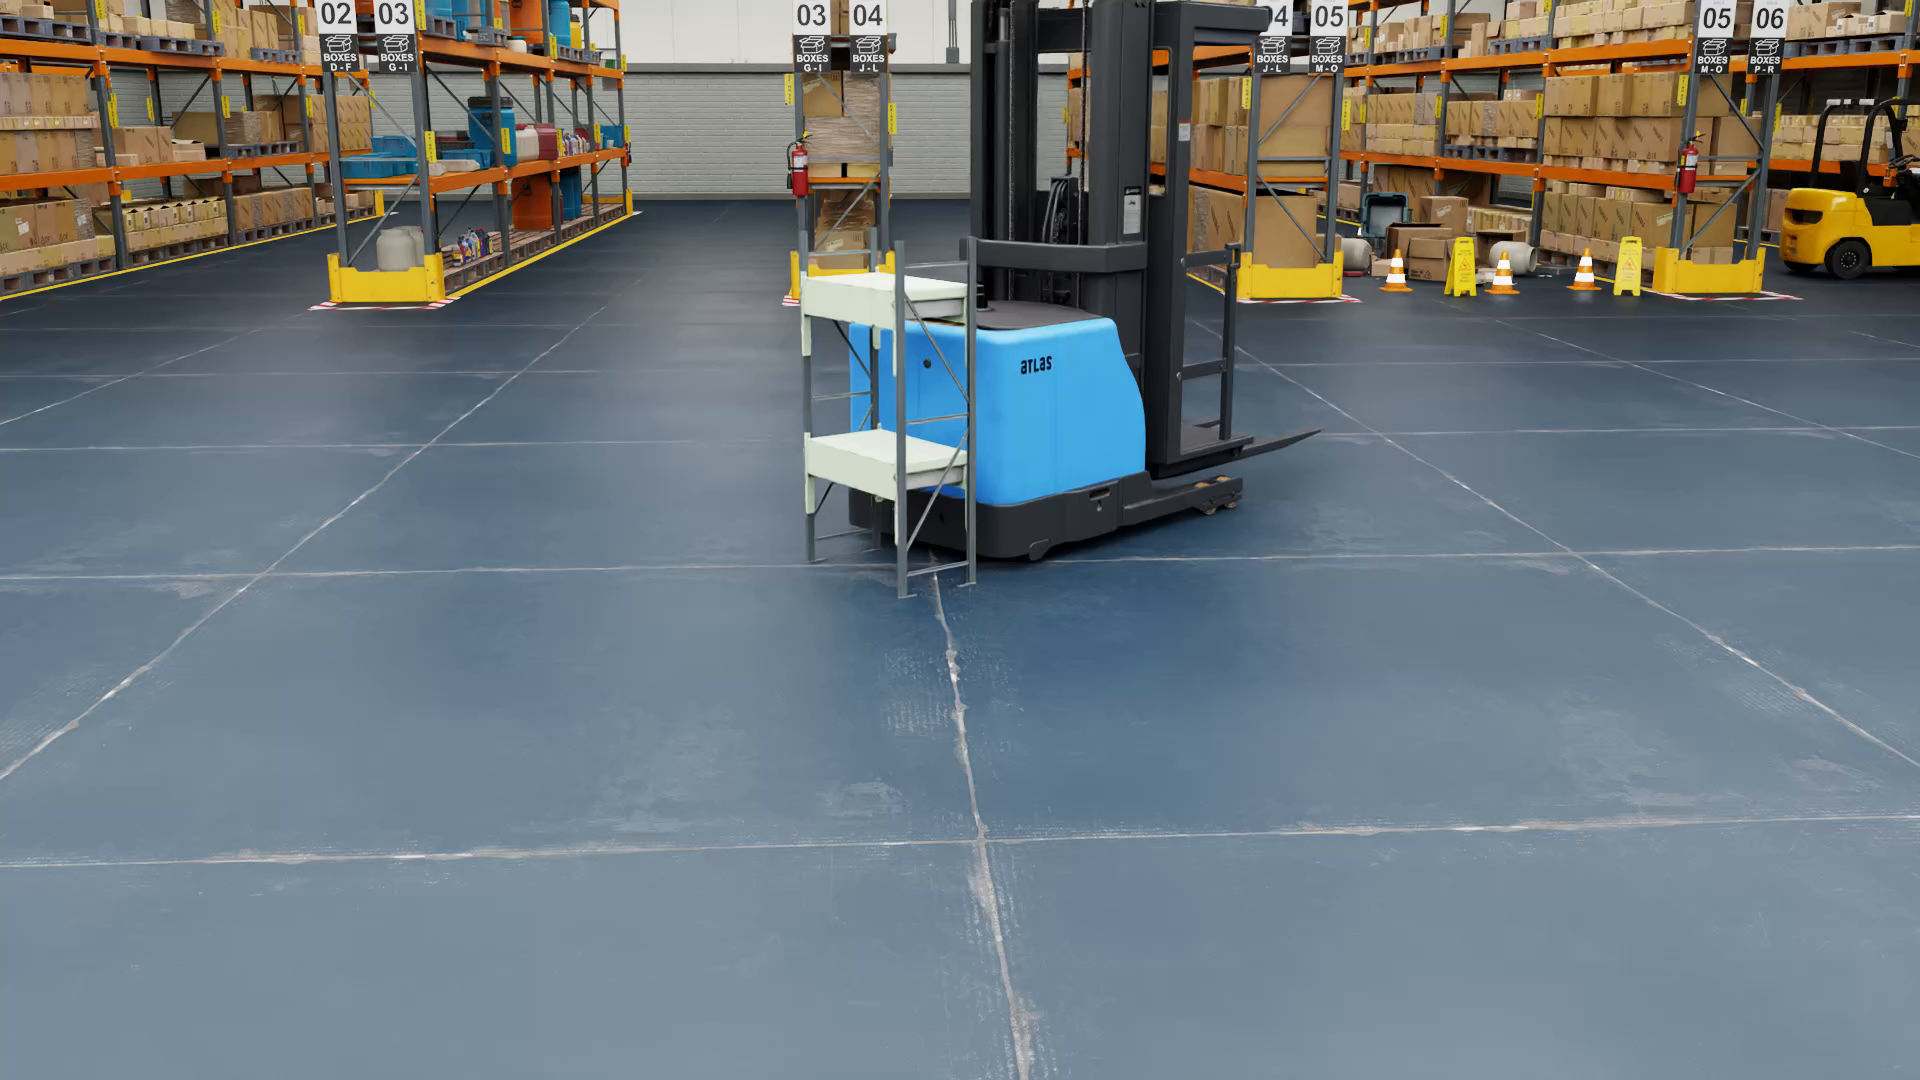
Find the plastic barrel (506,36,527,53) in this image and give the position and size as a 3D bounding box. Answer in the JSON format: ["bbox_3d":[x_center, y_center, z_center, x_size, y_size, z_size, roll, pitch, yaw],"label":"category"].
[{"bbox_3d":[-6.410,-7.135,23.997,0.301,0.262,0.301,0,14,0],"label":"plastic barrel"}]

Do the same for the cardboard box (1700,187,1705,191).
[{"bbox_3d":[12.792,-5.995,28.179,0.380,0.149,0.250,0,14,-2],"label":"cardboard box"}]

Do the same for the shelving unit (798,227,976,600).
[{"bbox_3d":[-0.318,-0.576,7.253,0.431,1.500,0.755,-11,18,-36],"label":"shelving unit"}]

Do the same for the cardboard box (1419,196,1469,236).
[{"bbox_3d":[6.586,-4.418,22.675,0.500,0.500,0.500,-1,14,-3],"label":"cardboard box"}]

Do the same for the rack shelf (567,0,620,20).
[{"bbox_3d":[-7.094,-9.918,30.760,1.077,0.370,4.000,-1,14,-3],"label":"rack shelf"}]

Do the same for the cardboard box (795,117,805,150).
[{"bbox_3d":[-1.440,-4.601,19.093,0.875,0.500,0.500,-1,14,-3],"label":"cardboard box"}]

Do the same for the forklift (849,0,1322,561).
[{"bbox_3d":[0.828,-1.624,8.455,1.130,2.935,3.031,13,19,41],"label":"forklift"}]

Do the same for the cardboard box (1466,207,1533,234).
[{"bbox_3d":[8.191,-4.899,25.476,0.950,0.372,0.625,-1,14,-5],"label":"cardboard box"}]

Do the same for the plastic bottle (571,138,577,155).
[{"bbox_3d":[-6.561,-6.654,28.118,0.152,0.276,0.135,-1,14,-3],"label":"plastic bottle"}]

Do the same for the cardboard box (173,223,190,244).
[{"bbox_3d":[-11.292,-4.350,23.590,0.500,0.250,0.500,-1,14,-2],"label":"cardboard box"}]

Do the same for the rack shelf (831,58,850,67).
[{"bbox_3d":[-1.655,-6.746,23.649,1.077,0.370,4.000,-1,14,-3],"label":"rack shelf"}]

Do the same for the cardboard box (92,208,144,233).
[{"bbox_3d":[-11.195,-4.242,22.044,0.500,0.311,0.500,-1,14,-3],"label":"cardboard box"}]

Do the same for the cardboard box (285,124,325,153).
[{"bbox_3d":[-11.673,-7.161,29.638,0.500,0.500,0.500,-1,14,-2],"label":"cardboard box"}]

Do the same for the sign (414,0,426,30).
[{"bbox_3d":[-5.677,-5.537,17.490,0.100,0.325,0.005,-1,14,-3],"label":"sign"}]

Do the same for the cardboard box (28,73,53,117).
[{"bbox_3d":[-11.321,-5.308,19.834,0.700,0.500,0.500,-1,14,-3],"label":"cardboard box"}]

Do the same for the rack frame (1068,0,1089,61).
[{"bbox_3d":[2.683,-11.085,33.051,1.000,3.000,0.127,-1,14,-3],"label":"rack frame"}]

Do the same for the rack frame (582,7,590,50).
[{"bbox_3d":[-6.970,-9.963,28.688,1.000,3.000,0.127,-1,14,-3],"label":"rack frame"}]

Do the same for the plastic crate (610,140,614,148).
[{"bbox_3d":[-6.986,-7.753,32.549,0.396,0.136,0.243,-1,14,-3],"label":"plastic crate"}]

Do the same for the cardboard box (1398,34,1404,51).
[{"bbox_3d":[7.628,-8.418,28.130,0.396,0.266,0.258,0,14,1],"label":"cardboard box"}]

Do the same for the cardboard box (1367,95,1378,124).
[{"bbox_3d":[7.605,-7.705,29.747,0.500,0.500,0.500,-1,14,-3],"label":"cardboard box"}]

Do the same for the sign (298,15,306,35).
[{"bbox_3d":[-11.360,-8.885,28.691,0.100,0.325,0.005,-1,14,-3],"label":"sign"}]

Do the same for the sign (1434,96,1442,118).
[{"bbox_3d":[7.559,-6.843,26.280,0.100,0.325,0.005,-1,14,-3],"label":"sign"}]

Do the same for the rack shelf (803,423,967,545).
[{"bbox_3d":[-0.318,-0.260,7.335,0.431,0.370,0.720,-11,18,-36],"label":"rack shelf"}]

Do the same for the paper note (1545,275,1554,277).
[{"bbox_3d":[7.357,-3.322,20.876,0.142,0.019,0.148,-6,16,-23],"label":"paper note"}]

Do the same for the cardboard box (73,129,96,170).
[{"bbox_3d":[-11.384,-4.930,20.968,0.700,0.500,0.500,-1,14,-5],"label":"cardboard box"}]

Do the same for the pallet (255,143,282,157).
[{"bbox_3d":[-11.791,-6.377,27.178,1.003,0.211,1.213,-1,14,-3],"label":"pallet"}]

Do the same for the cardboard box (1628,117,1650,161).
[{"bbox_3d":[8.273,-4.750,19.671,0.500,0.500,0.500,-1,14,-3],"label":"cardboard box"}]

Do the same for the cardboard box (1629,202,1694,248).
[{"bbox_3d":[8.298,-3.732,19.683,0.500,0.500,0.500,-1,14,-3],"label":"cardboard box"}]

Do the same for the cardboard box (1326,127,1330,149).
[{"bbox_3d":[7.433,-7.954,32.720,0.500,0.500,0.500,-1,14,-4],"label":"cardboard box"}]

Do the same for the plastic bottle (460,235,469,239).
[{"bbox_3d":[-6.281,-3.750,21.163,0.152,0.276,0.135,-1,14,-3],"label":"plastic bottle"}]

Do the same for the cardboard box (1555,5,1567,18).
[{"bbox_3d":[8.054,-6.931,21.828,0.380,0.149,0.250,-1,14,-4],"label":"cardboard box"}]

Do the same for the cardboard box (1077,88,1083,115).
[{"bbox_3d":[2.528,-8.359,31.691,0.500,0.500,0.500,-1,14,-5],"label":"cardboard box"}]

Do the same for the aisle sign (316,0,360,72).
[{"bbox_3d":[-6.518,-5.309,17.425,0.394,0.787,0.004,-1,14,-3],"label":"aisle sign"}]

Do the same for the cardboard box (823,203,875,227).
[{"bbox_3d":[-1.593,-4.558,23.854,0.700,0.500,0.500,-2,15,-8],"label":"cardboard box"}]

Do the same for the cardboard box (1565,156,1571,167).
[{"bbox_3d":[8.174,-4.964,21.806,0.380,0.149,0.250,-1,14,-4],"label":"cardboard box"}]

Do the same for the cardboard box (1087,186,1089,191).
[{"bbox_3d":[2.571,-6.505,30.974,0.380,0.149,0.250,-1,14,-4],"label":"cardboard box"}]

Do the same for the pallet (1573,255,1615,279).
[{"bbox_3d":[8.516,-3.476,21.112,1.003,0.211,1.213,-1,14,-3],"label":"pallet"}]

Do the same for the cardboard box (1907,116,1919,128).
[{"bbox_3d":[13.071,-5.654,22.478,0.380,0.149,0.250,-1,14,-4],"label":"cardboard box"}]

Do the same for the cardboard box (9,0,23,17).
[{"bbox_3d":[-11.442,-6.354,19.353,0.797,0.503,0.637,1,14,3],"label":"cardboard box"}]

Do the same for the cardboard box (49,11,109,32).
[{"bbox_3d":[-11.447,-6.729,21.597,0.500,0.250,0.500,1,14,2],"label":"cardboard box"}]

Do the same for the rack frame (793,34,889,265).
[{"bbox_3d":[-1.283,-4.149,18.133,1.000,3.000,0.127,-1,14,-3],"label":"rack frame"}]

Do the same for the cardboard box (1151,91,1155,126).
[{"bbox_3d":[3.229,-6.485,25.005,0.700,0.500,0.500,-1,14,-4],"label":"cardboard box"}]

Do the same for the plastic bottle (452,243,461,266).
[{"bbox_3d":[-6.028,-3.420,19.892,0.097,0.271,0.097,0,14,0],"label":"plastic bottle"}]

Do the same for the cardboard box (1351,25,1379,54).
[{"bbox_3d":[7.749,-9.376,31.177,0.797,0.503,0.637,0,14,1],"label":"cardboard box"}]

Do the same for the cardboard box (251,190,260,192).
[{"bbox_3d":[-12.059,-5.603,27.918,0.500,0.500,0.500,-1,14,-3],"label":"cardboard box"}]

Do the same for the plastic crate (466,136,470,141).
[{"bbox_3d":[-6.853,-5.329,22.752,0.392,0.384,0.575,-1,14,-3],"label":"plastic crate"}]

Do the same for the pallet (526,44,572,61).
[{"bbox_3d":[-6.672,-7.615,25.964,1.003,0.211,1.213,-1,14,-3],"label":"pallet"}]

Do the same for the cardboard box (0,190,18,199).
[{"bbox_3d":[-16.688,-5.907,28.436,0.750,0.750,0.750,-1,14,-3],"label":"cardboard box"}]

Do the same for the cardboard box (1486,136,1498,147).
[{"bbox_3d":[7.999,-5.887,24.549,0.380,0.149,0.250,0,14,-2],"label":"cardboard box"}]

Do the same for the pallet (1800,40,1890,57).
[{"bbox_3d":[13.270,-7.285,24.680,1.003,0.211,1.213,0,14,-1],"label":"pallet"}]

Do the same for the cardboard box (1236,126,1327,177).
[{"bbox_3d":[3.606,-4.365,18.670,0.875,0.550,0.550,-1,14,-3],"label":"cardboard box"}]

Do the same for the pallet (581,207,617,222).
[{"bbox_3d":[-7.133,-6.193,31.673,1.003,0.211,1.213,-1,14,-3],"label":"pallet"}]

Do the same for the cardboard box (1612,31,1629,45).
[{"bbox_3d":[8.167,-6.099,20.195,0.380,0.149,0.250,-1,14,-4],"label":"cardboard box"}]

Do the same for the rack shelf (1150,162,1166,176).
[{"bbox_3d":[3.302,-5.344,24.222,1.077,0.370,4.000,-1,14,-3],"label":"rack shelf"}]
